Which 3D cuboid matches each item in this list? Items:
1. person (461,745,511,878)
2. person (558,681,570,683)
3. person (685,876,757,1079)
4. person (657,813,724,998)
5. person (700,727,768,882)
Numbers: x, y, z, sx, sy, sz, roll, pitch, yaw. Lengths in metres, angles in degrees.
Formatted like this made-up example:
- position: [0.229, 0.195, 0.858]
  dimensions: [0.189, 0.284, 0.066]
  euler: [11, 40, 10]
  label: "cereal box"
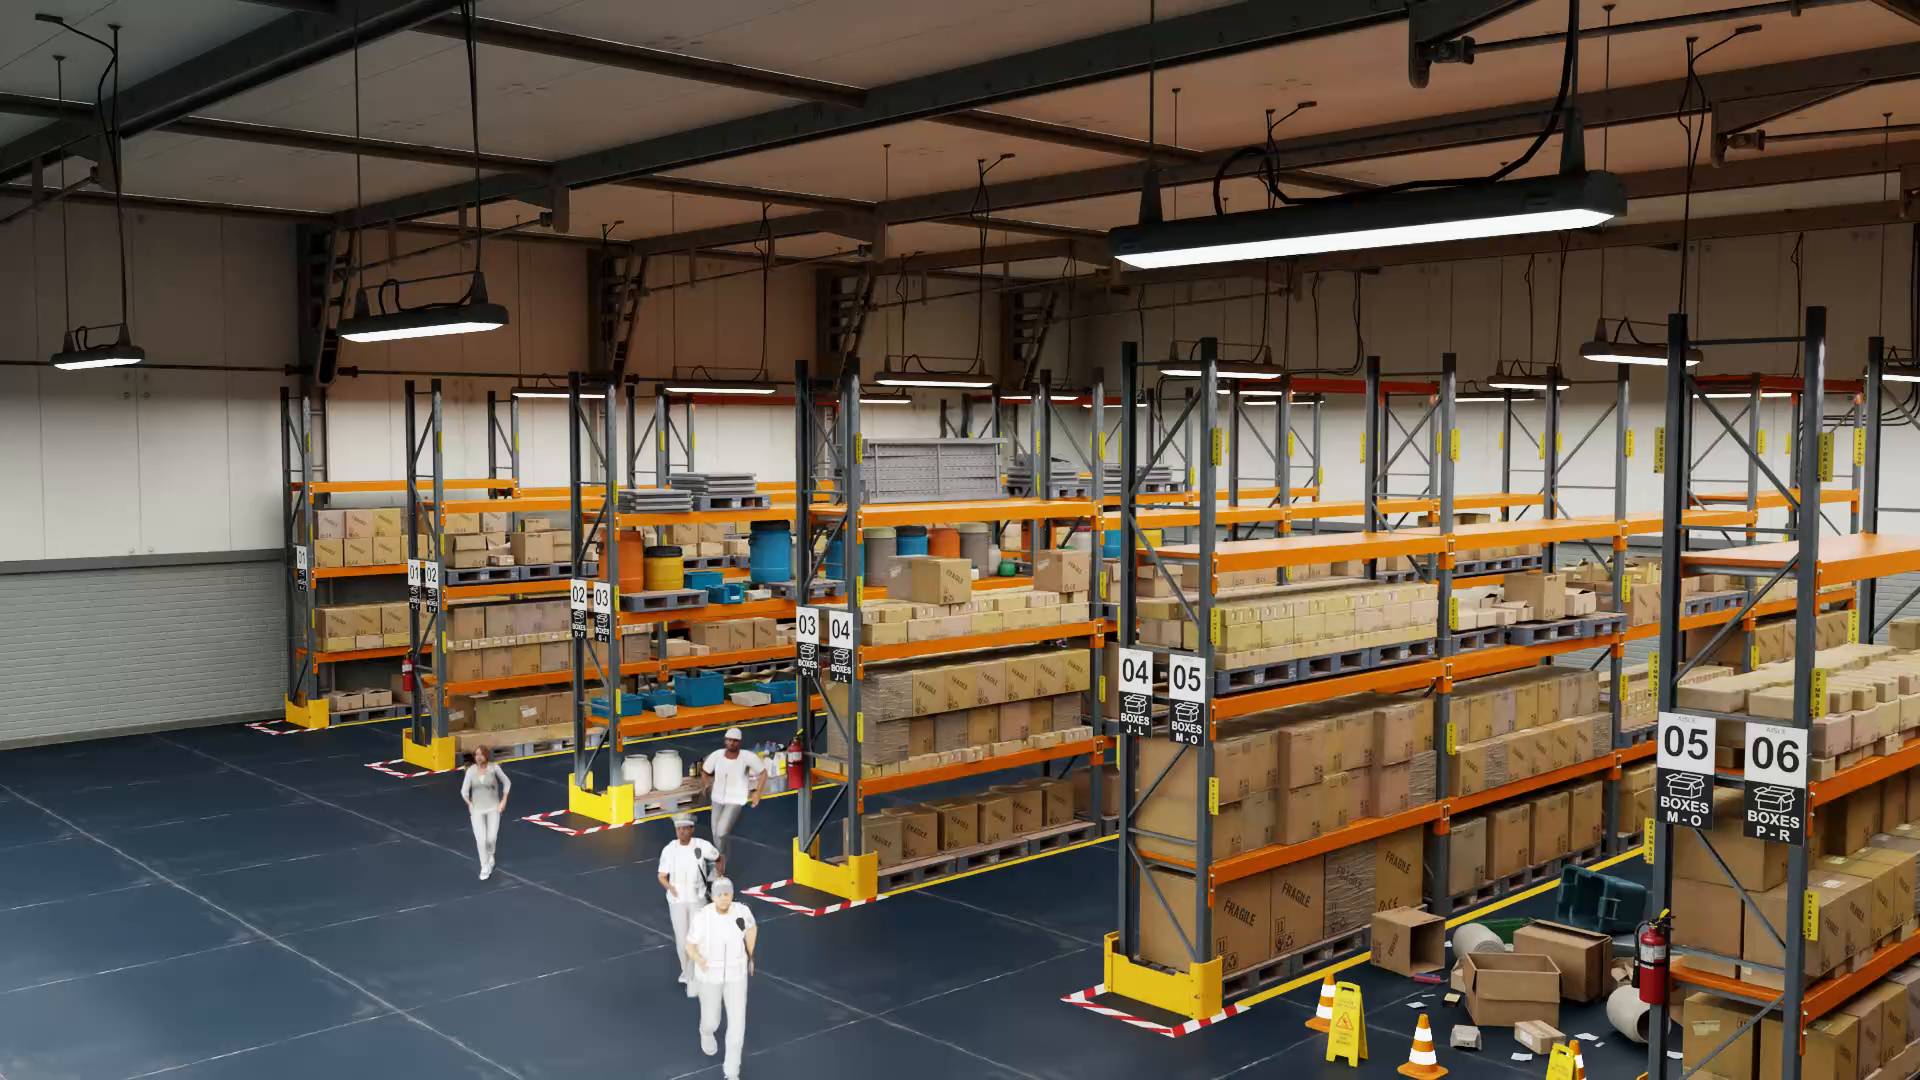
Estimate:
- position: [-5.509, 3.158, 19.287]
  dimensions: [0.550, 1.561, 0.478]
  euler: [-1, 4, -9]
  label: "person"
- position: [-7.037, 2.402, 29.833]
  dimensions: [0.671, 1.809, 0.737]
  euler: [3, 5, 43]
  label: "person"
- position: [-1.908, 3.489, 13.339]
  dimensions: [0.592, 1.655, 0.886]
  euler: [-1, 4, -15]
  label: "person"
- position: [-2.500, 3.357, 15.383]
  dimensions: [0.582, 1.707, 0.703]
  euler: [0, 4, 0]
  label: "person"
- position: [-2.682, 3.065, 19.398]
  dimensions: [0.761, 1.786, 0.690]
  euler: [1, 4, 19]
  label: "person"
